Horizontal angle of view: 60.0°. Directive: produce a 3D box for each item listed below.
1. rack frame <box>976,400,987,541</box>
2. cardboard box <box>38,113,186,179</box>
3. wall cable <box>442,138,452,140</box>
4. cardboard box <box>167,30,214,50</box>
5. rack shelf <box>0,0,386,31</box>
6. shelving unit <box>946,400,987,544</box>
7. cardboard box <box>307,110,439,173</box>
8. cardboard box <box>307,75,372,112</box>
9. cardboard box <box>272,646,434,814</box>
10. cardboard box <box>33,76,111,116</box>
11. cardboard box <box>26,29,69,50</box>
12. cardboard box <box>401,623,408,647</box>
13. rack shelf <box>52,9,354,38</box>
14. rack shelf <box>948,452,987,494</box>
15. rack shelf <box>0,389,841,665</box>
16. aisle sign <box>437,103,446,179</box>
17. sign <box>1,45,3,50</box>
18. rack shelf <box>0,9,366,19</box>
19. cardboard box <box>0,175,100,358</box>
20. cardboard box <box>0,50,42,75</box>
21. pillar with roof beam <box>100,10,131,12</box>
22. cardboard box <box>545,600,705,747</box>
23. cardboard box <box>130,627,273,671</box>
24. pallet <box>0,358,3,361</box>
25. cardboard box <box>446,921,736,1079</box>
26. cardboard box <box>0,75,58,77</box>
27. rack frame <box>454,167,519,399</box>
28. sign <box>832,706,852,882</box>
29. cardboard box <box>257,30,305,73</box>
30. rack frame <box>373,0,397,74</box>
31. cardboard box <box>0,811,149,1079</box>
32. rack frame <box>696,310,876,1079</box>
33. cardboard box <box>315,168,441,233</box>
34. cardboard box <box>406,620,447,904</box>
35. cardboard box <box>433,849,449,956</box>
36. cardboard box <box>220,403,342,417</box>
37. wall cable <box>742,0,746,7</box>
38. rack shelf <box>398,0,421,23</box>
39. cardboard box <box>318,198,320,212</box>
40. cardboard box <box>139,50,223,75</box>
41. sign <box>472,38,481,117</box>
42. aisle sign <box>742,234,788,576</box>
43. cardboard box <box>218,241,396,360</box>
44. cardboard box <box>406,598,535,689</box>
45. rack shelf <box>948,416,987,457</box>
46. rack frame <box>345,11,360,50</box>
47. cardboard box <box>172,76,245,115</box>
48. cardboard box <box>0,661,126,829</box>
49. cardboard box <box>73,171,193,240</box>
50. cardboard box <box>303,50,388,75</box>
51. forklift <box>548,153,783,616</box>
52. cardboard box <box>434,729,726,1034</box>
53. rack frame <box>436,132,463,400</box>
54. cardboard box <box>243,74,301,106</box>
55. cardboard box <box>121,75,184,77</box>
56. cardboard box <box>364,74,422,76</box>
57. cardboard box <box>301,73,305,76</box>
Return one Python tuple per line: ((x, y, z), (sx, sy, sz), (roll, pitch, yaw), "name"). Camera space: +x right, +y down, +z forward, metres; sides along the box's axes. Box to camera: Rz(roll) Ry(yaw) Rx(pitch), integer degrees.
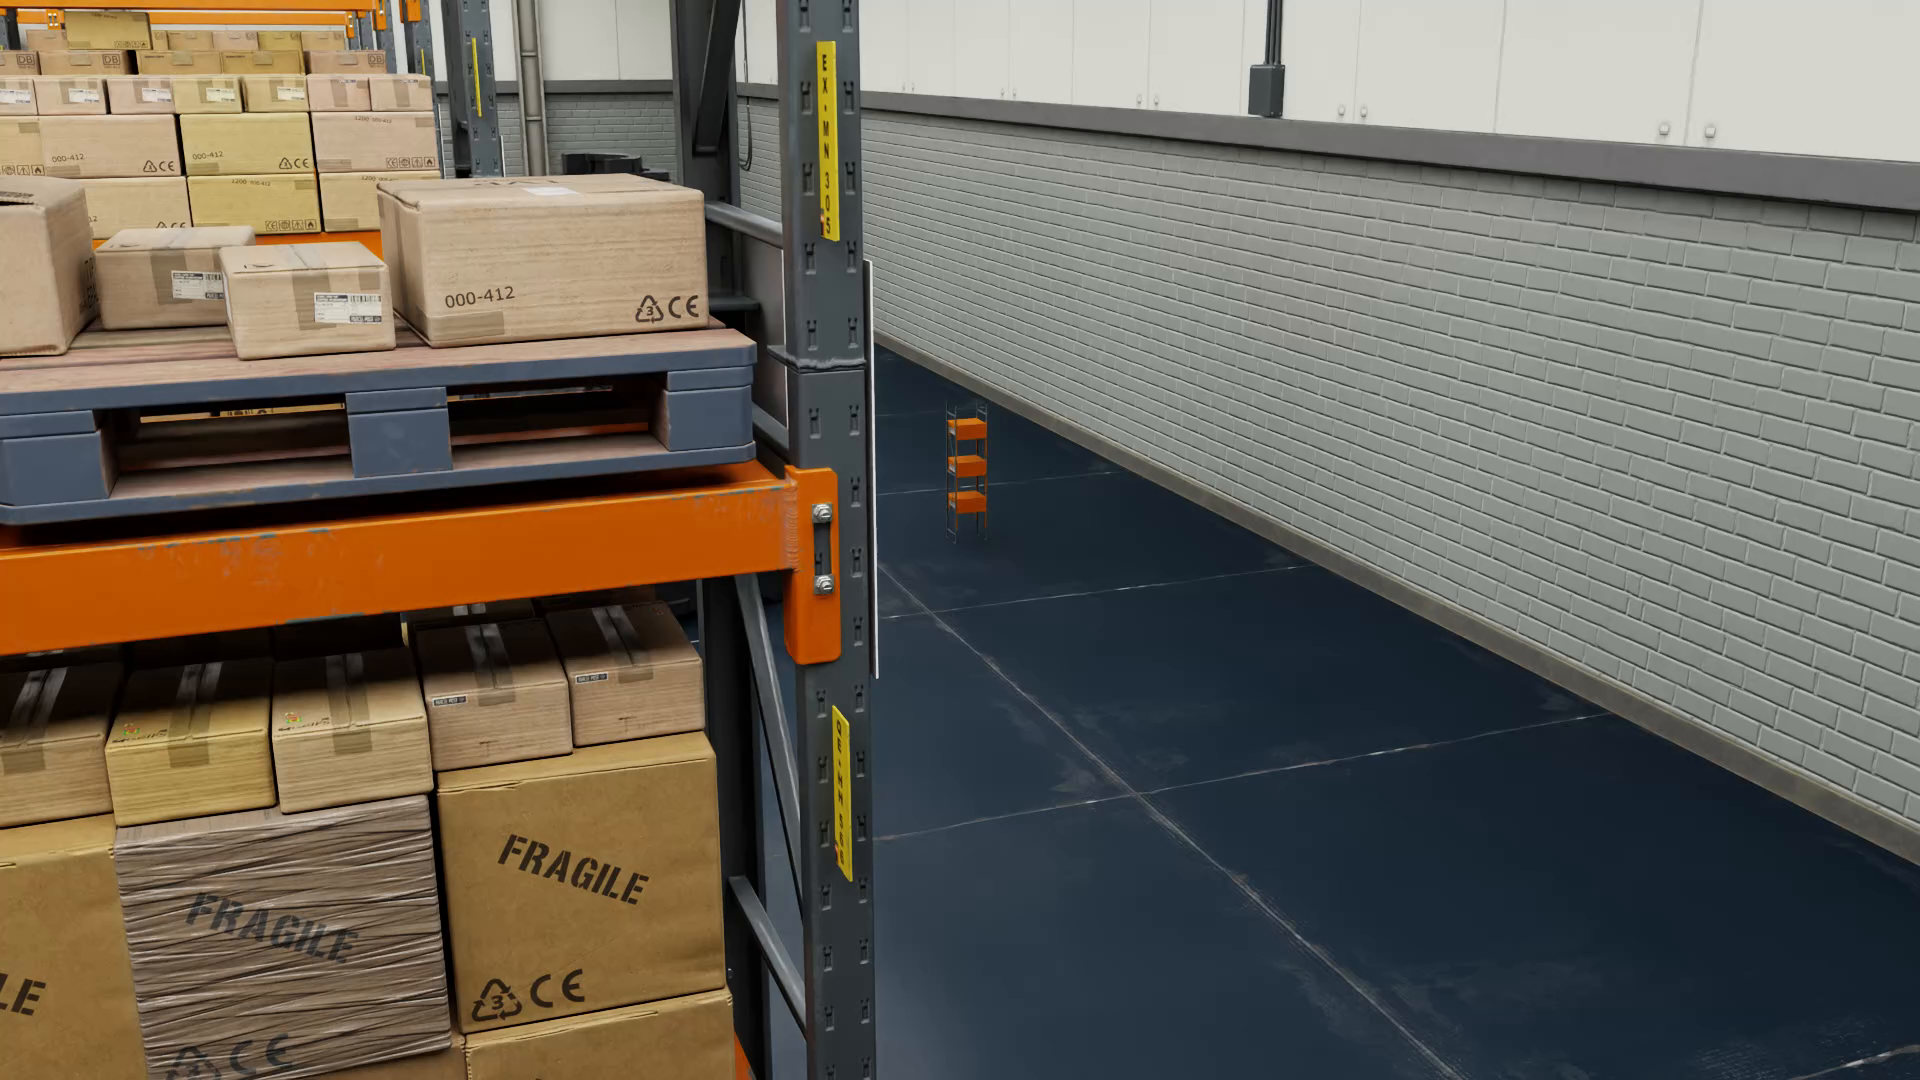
((0.164, -0.521, 12.511), (0.008, 1.050, 0.200), (-6, 17, -20), "rack frame")
((-3.567, -1.676, 7.038), (0.500, 0.250, 0.500), (-6, 17, -19), "cardboard box")
((-8.412, -6.376, 27.183), (1.851, 1.984, 0.084), (-6, 17, -20), "wall cable")
((-9.393, -5.986, 20.382), (0.500, 0.500, 0.700), (-6, 17, -20), "cardboard box")
((-7.592, -5.043, 15.788), (4.000, 0.370, 1.077), (-6, 17, -20), "rack shelf")
((0.050, -0.509, 12.469), (0.252, 1.050, 0.215), (-6, 17, -20), "shelving unit")
((-2.610, -1.779, 7.388), (0.500, 0.250, 0.500), (-7, 18, -22), "cardboard box")
((-2.734, -1.968, 7.325), (0.250, 0.149, 0.380), (-6, 17, -19), "cardboard box")
((-1.109, 0.337, 3.024), (0.250, 0.149, 0.380), (-6, 18, -21), "cardboard box")
((-3.684, -1.852, 6.929), (0.250, 0.149, 0.380), (-6, 17, -19), "cardboard box")
((-10.788, -5.830, 19.852), (0.500, 0.500, 0.700), (-6, 17, -20), "cardboard box")
((-2.882, 0.559, 8.629), (0.250, 0.149, 0.380), (-7, 18, -23), "cardboard box")
((-11.137, -7.650, 24.664), (4.000, 0.370, 1.077), (-6, 17, -20), "rack shelf")
((0.050, -0.499, 12.472), (0.240, 0.259, 0.215), (-6, 17, -20), "rack shelf")
((-2.273, 0.114, 2.838), (4.000, 0.370, 1.077), (-6, 17, -20), "rack shelf")
((-3.777, -2.776, 12.114), (0.004, 0.787, 0.394), (-6, 17, -20), "aisle sign")
((-11.026, -5.535, 19.181), (0.005, 0.325, 0.100), (-6, 17, -20), "sign")
((-9.361, -6.537, 20.172), (4.000, 0.370, 1.077), (-6, 17, -20), "rack shelf")
((-1.821, -0.501, 2.893), (0.500, 0.311, 0.500), (-6, 17, -19), "cardboard box")
((-6.474, -3.082, 11.345), (0.500, 0.500, 0.700), (-5, 17, -17), "cardboard box")
((-11.120, -7.151, 20.978), (0.400, 9.000, 9.100), (-6, 17, -20), "pillar with roof beam")
((-0.669, 0.257, 3.297), (0.250, 0.149, 0.380), (-6, 17, -19), "cardboard box")
((-1.579, 0.203, 3.479), (0.250, 0.149, 0.380), (-7, 18, -22), "cardboard box")
((-2.236, -0.188, 2.749), (1.213, 0.211, 1.003), (-6, 17, -20), "pallet")
((-0.761, 1.077, 3.429), (0.500, 0.500, 0.500), (-6, 17, -20), "cardboard box")
((-4.116, -1.962, 7.304), (0.250, 0.149, 0.380), (-6, 17, -18), "cardboard box")
((-2.271, -0.285, 8.246), (0.127, 3.000, 1.000), (-6, 17, -20), "rack frame")
((-0.225, 0.482, 3.158), (0.005, 0.325, 0.100), (-6, 17, -20), "sign")
((-8.464, -6.090, 20.737), (0.500, 0.500, 0.700), (-6, 17, -20), "cardboard box")
((-5.724, -5.782, 16.317), (0.127, 3.000, 1.000), (-6, 17, -20), "rack frame")
((-1.711, 0.700, 2.939), (0.500, 0.500, 0.500), (-6, 17, -20), "cardboard box")
((-0.406, 1.007, 3.846), (0.127, 3.000, 1.000), (-6, 17, -20), "rack frame")
((-2.601, -1.537, 7.451), (0.500, 0.250, 0.500), (-7, 18, -21), "cardboard box")
((-0.956, 0.453, 3.781), (0.500, 0.500, 0.500), (-7, 18, -21), "cardboard box")
((-0.957, 0.932, 3.924), (0.500, 0.500, 0.500), (-6, 18, -21), "cardboard box")
((-3.083, -0.793, 7.495), (0.500, 0.500, 0.500), (-7, 18, -22), "cardboard box")
((-2.892, -9.086, 24.117), (0.112, 2.526, 3.097), (-6, 17, -20), "wall cable")
((-5.819, -3.740, 11.351), (4.000, 0.370, 1.077), (-6, 17, -20), "rack shelf")
((-8.297, -4.085, 21.009), (0.500, 0.500, 0.500), (-6, 17, -20), "cardboard box")
((-5.452, -3.181, 11.682), (0.500, 0.500, 0.700), (-7, 18, -24), "cardboard box")
((-2.091, -2.001, 7.195), (0.005, 0.325, 0.100), (-6, 17, -20), "sign")
((-0.442, -0.324, 3.764), (0.004, 0.787, 0.394), (-6, 17, -20), "aisle sign")
((-1.157, -0.429, 2.935), (0.250, 0.149, 0.380), (-8, 18, -24), "cardboard box")
((-1.056, 0.176, 3.572), (0.250, 0.149, 0.380), (-6, 17, -19), "cardboard box")
((0.050, -0.771, 12.392), (0.240, 0.259, 0.215), (-6, 17, -20), "rack shelf")
((-9.269, -8.389, 25.193), (0.127, 3.000, 1.000), (-6, 17, -20), "rack frame")
((-3.189, -1.893, 7.067), (0.250, 0.149, 0.380), (-6, 17, -19), "cardboard box")
((-1.628, 0.359, 2.948), (0.250, 0.149, 0.380), (-6, 18, -21), "cardboard box")
((-3.543, -1.437, 7.111), (0.500, 0.250, 0.500), (-5, 17, -18), "cardboard box")
((-4.418, -3.271, 11.988), (0.500, 0.500, 0.700), (-7, 18, -23), "cardboard box")
((-2.575, -0.893, 10.436), (3.031, 2.935, 1.130), (-11, 20, -33), "forklift")
((-0.771, 0.590, 3.312), (0.500, 0.500, 0.500), (-6, 17, -18), "cardboard box")
((-3.952, -1.601, 12.725), (0.127, 3.000, 1.000), (-6, 17, -20), "rack frame")
((-3.179, -2.082, 7.712), (0.250, 0.149, 0.380), (-6, 17, -20), "cardboard box")
((-3.609, -2.004, 7.446), (0.250, 0.149, 0.380), (-6, 17, -18), "cardboard box")
((-2.655, -2.111, 7.811), (0.250, 0.149, 0.380), (-6, 18, -21), "cardboard box")
((-8.348, -5.645, 20.553), (0.500, 0.250, 0.500), (-6, 17, -20), "cardboard box")
